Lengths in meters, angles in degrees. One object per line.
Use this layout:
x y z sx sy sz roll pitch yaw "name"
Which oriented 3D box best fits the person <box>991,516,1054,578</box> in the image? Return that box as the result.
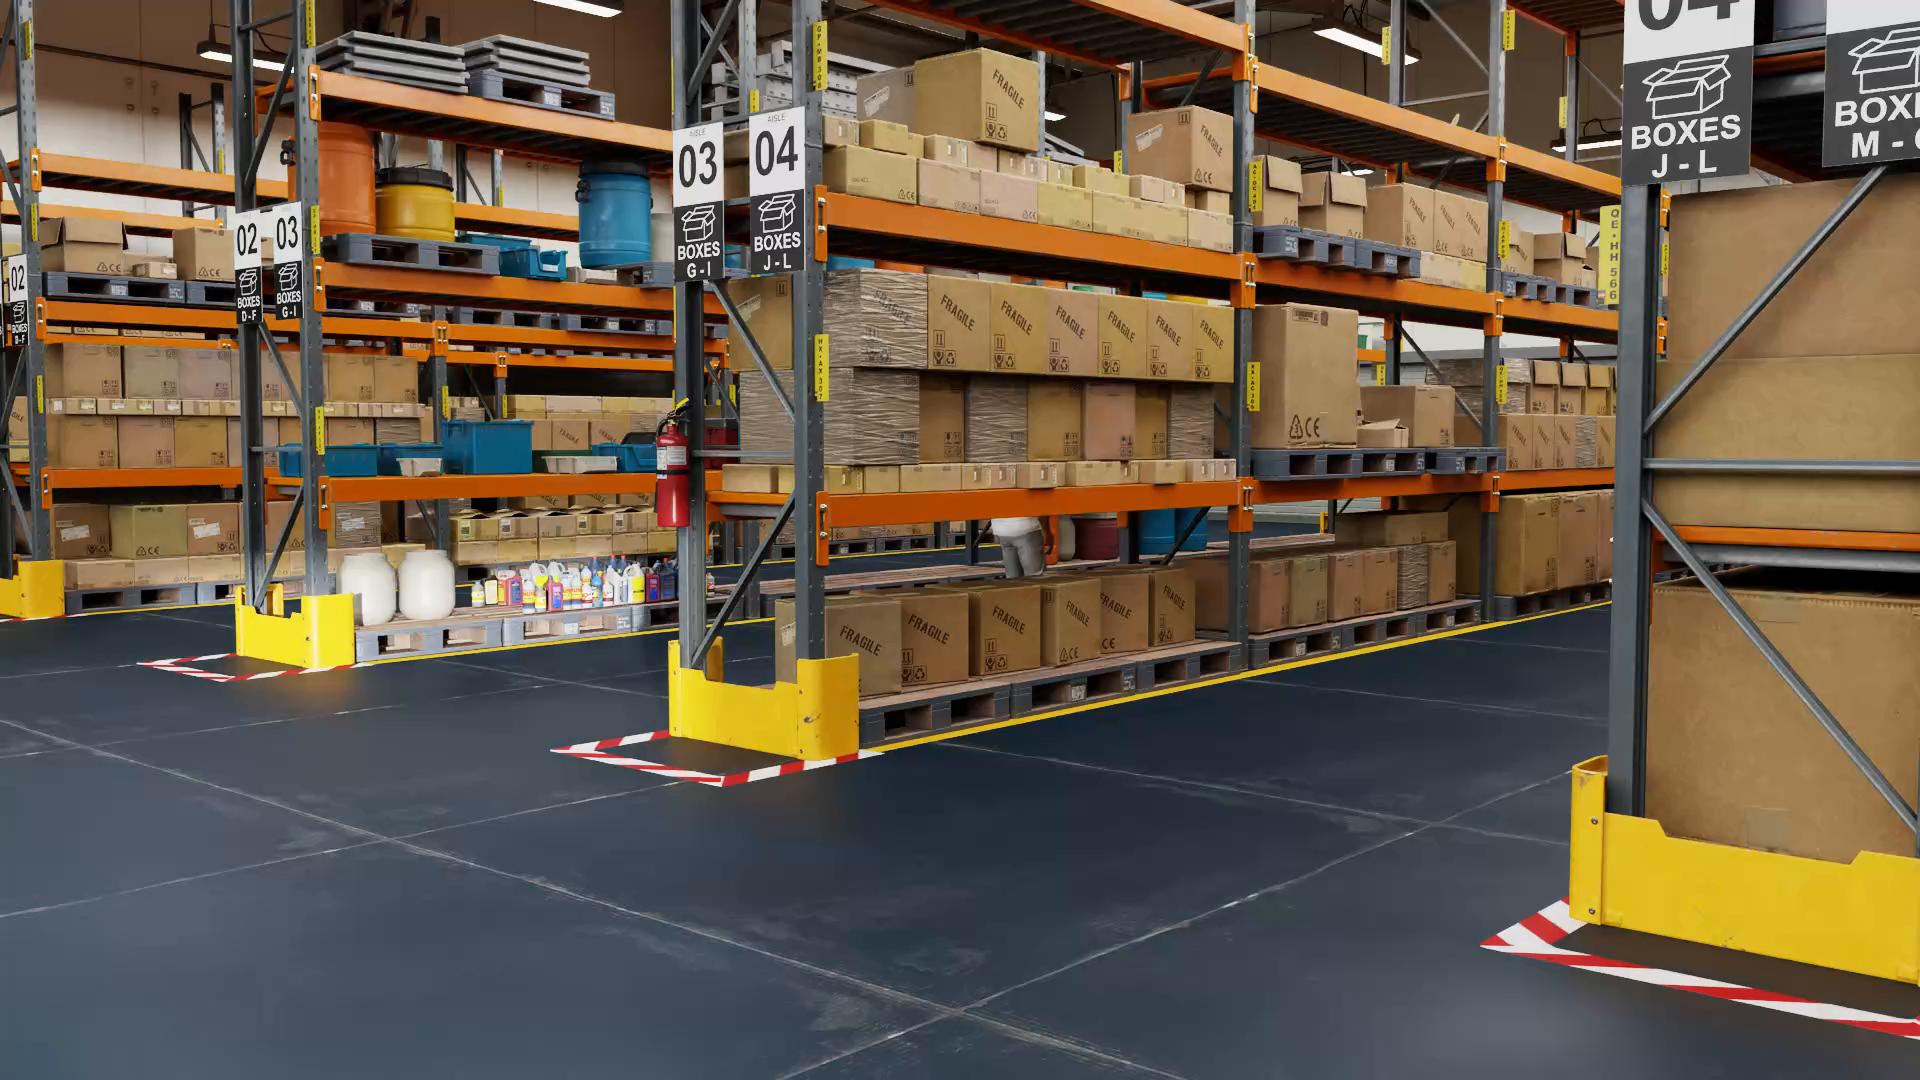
0.493 -0.064 12.634 0.461 1.760 0.626 -3 4 -36 "person"
